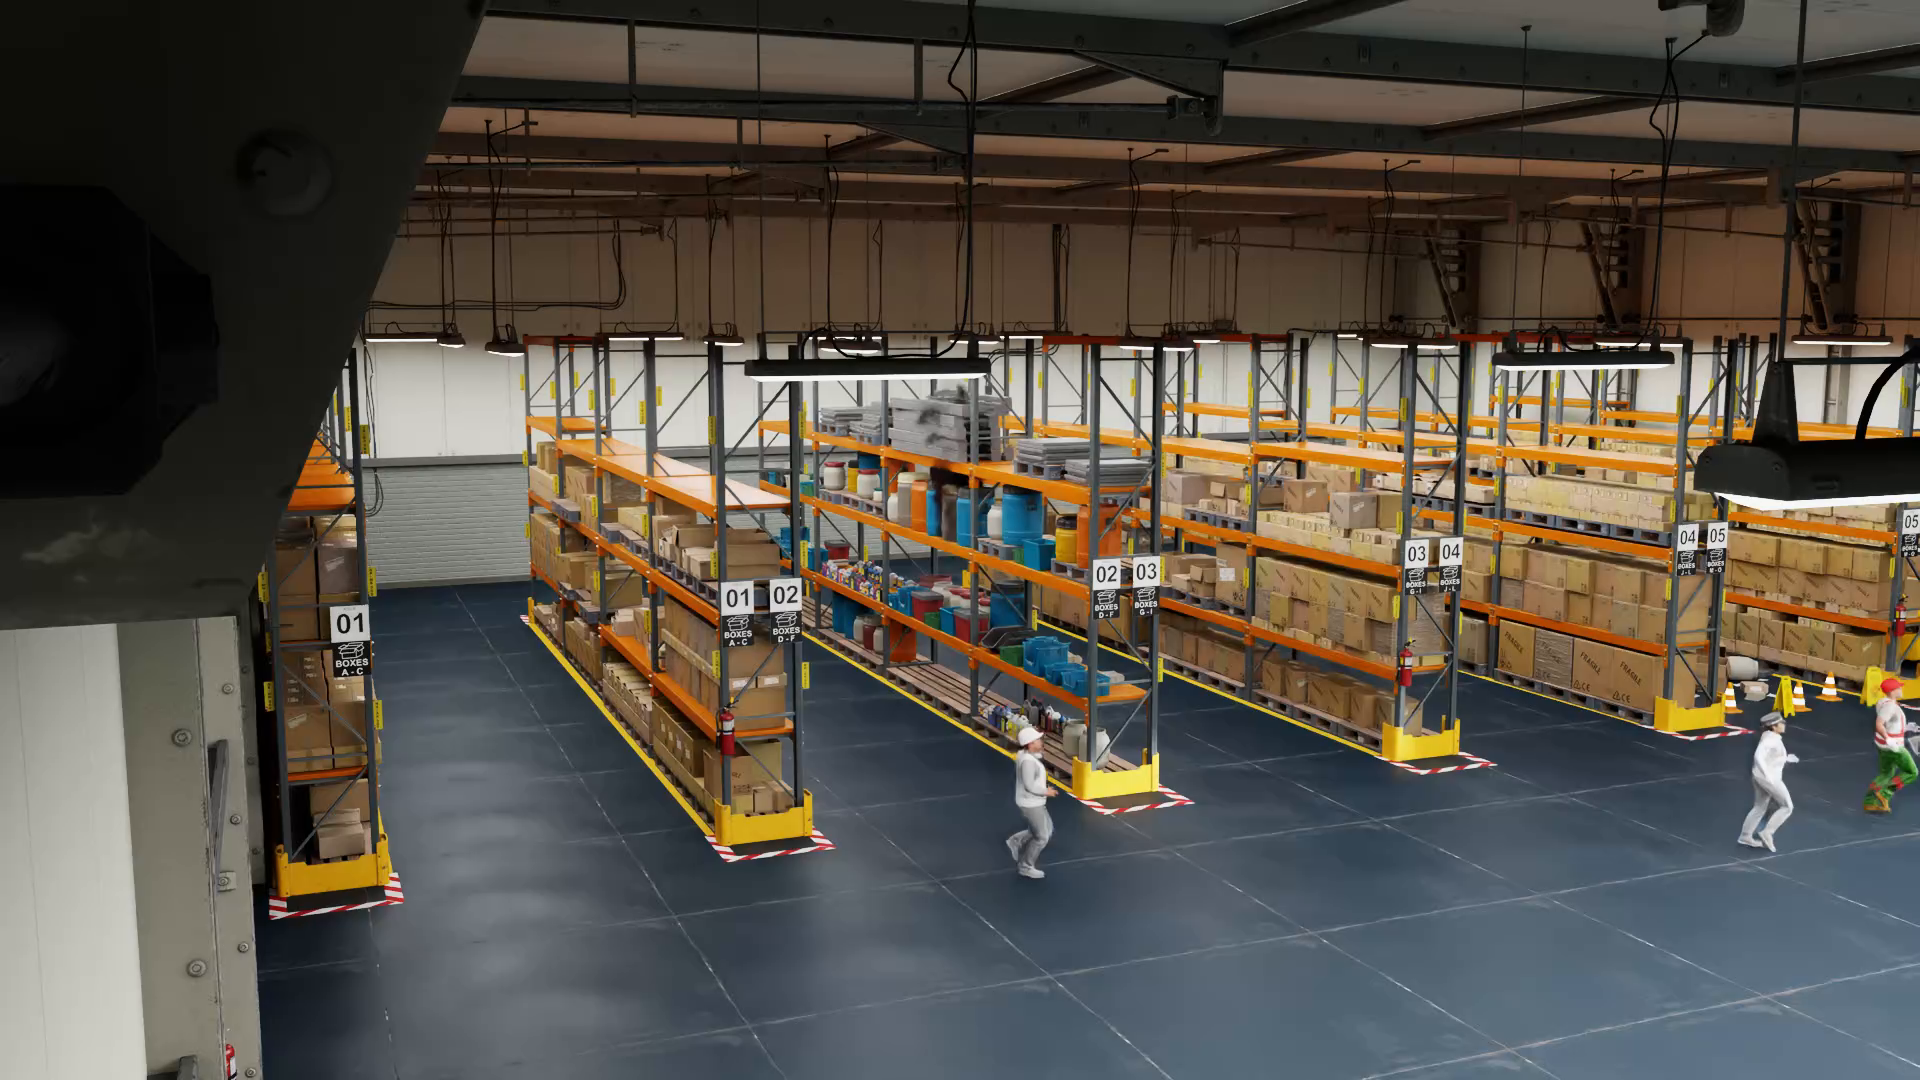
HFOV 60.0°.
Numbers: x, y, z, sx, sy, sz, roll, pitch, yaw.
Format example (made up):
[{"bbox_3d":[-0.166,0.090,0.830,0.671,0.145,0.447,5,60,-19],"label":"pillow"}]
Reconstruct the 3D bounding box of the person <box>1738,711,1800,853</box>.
[{"bbox_3d":[9.692,2.874,19.874,0.659,1.710,0.584,1,8,9],"label":"person"}]

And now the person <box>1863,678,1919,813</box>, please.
[{"bbox_3d":[11.945,2.628,21.251,0.642,1.742,0.649,2,8,13],"label":"person"}]

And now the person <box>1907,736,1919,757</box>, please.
[{"bbox_3d":[13.778,2.421,23.377,0.688,1.680,0.577,4,8,26],"label":"person"}]

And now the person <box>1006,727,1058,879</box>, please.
[{"bbox_3d":[0.818,2.975,18.902,0.573,1.738,0.710,0,8,-2],"label":"person"}]
